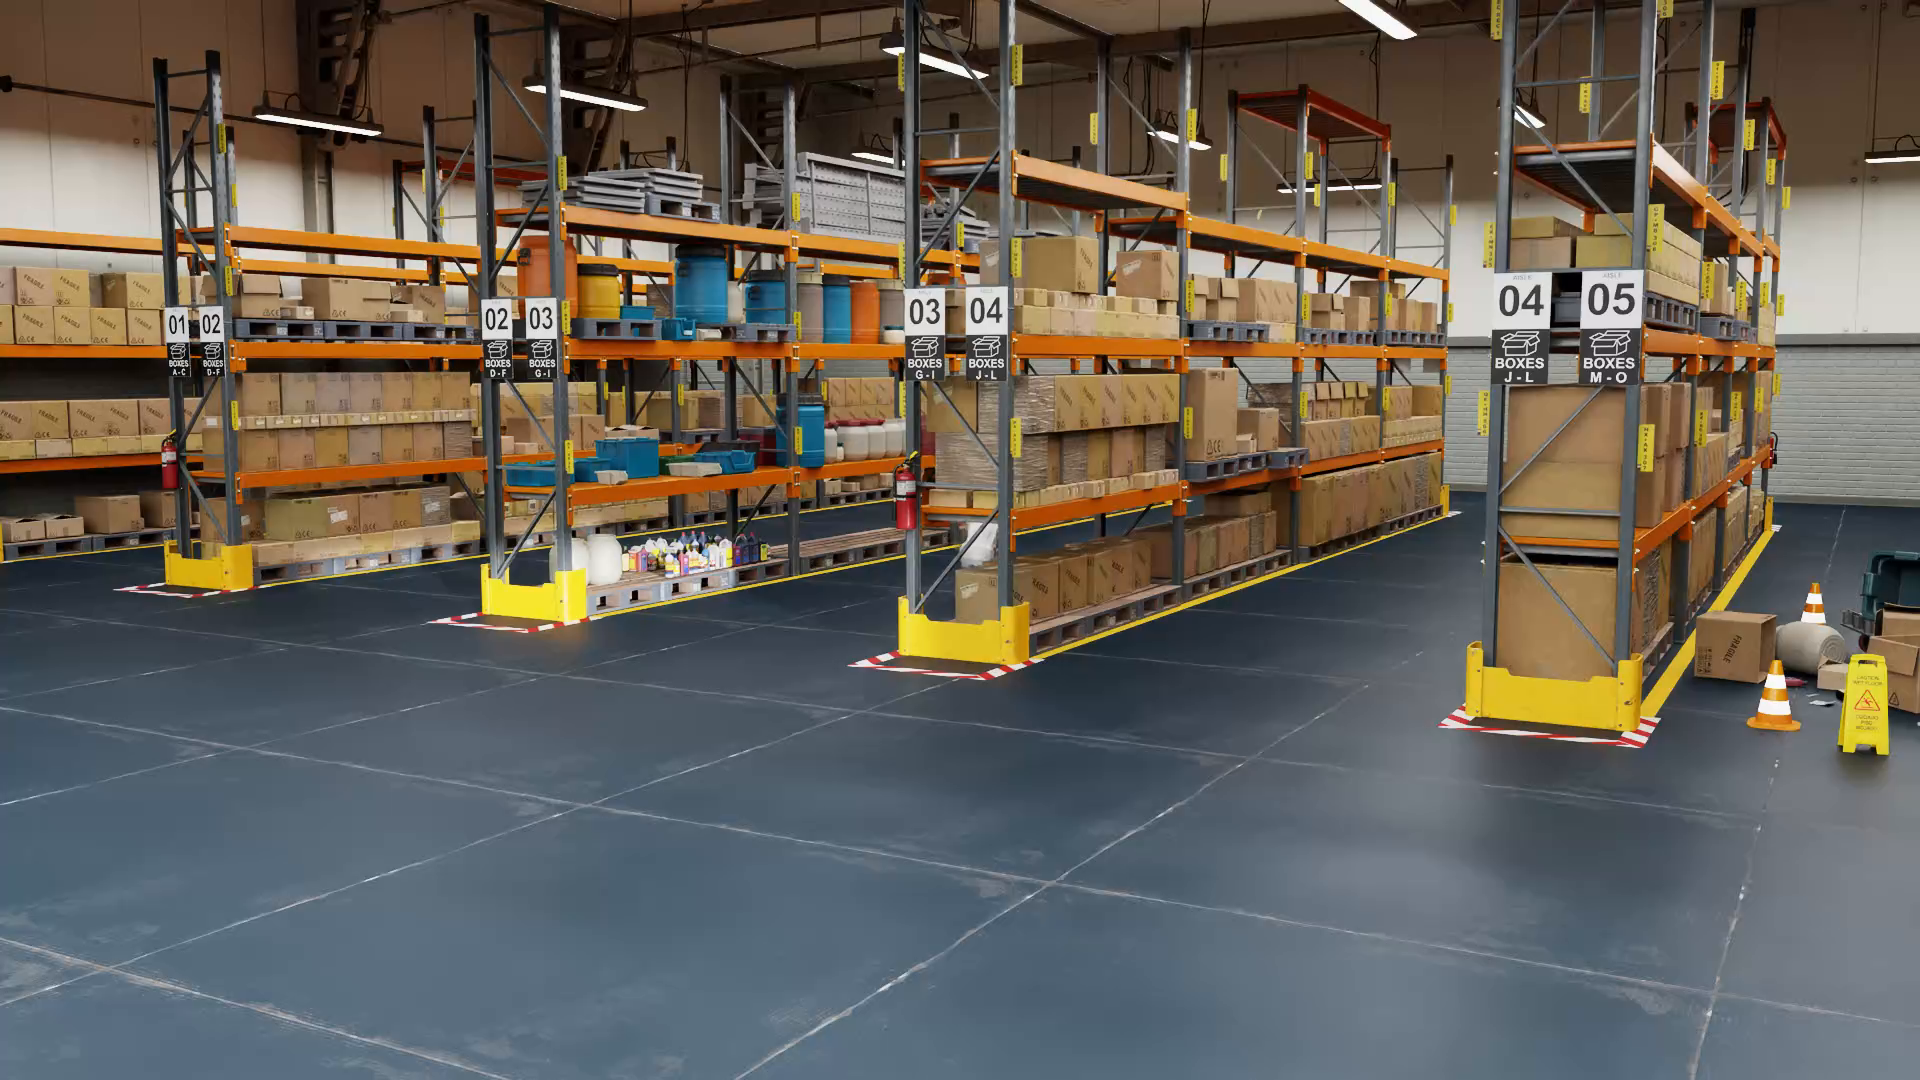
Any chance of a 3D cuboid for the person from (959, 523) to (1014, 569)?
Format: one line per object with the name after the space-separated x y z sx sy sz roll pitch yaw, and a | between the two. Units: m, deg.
0.305 0.121 18.602 0.492 0.969 0.821 3 7 28 | person
